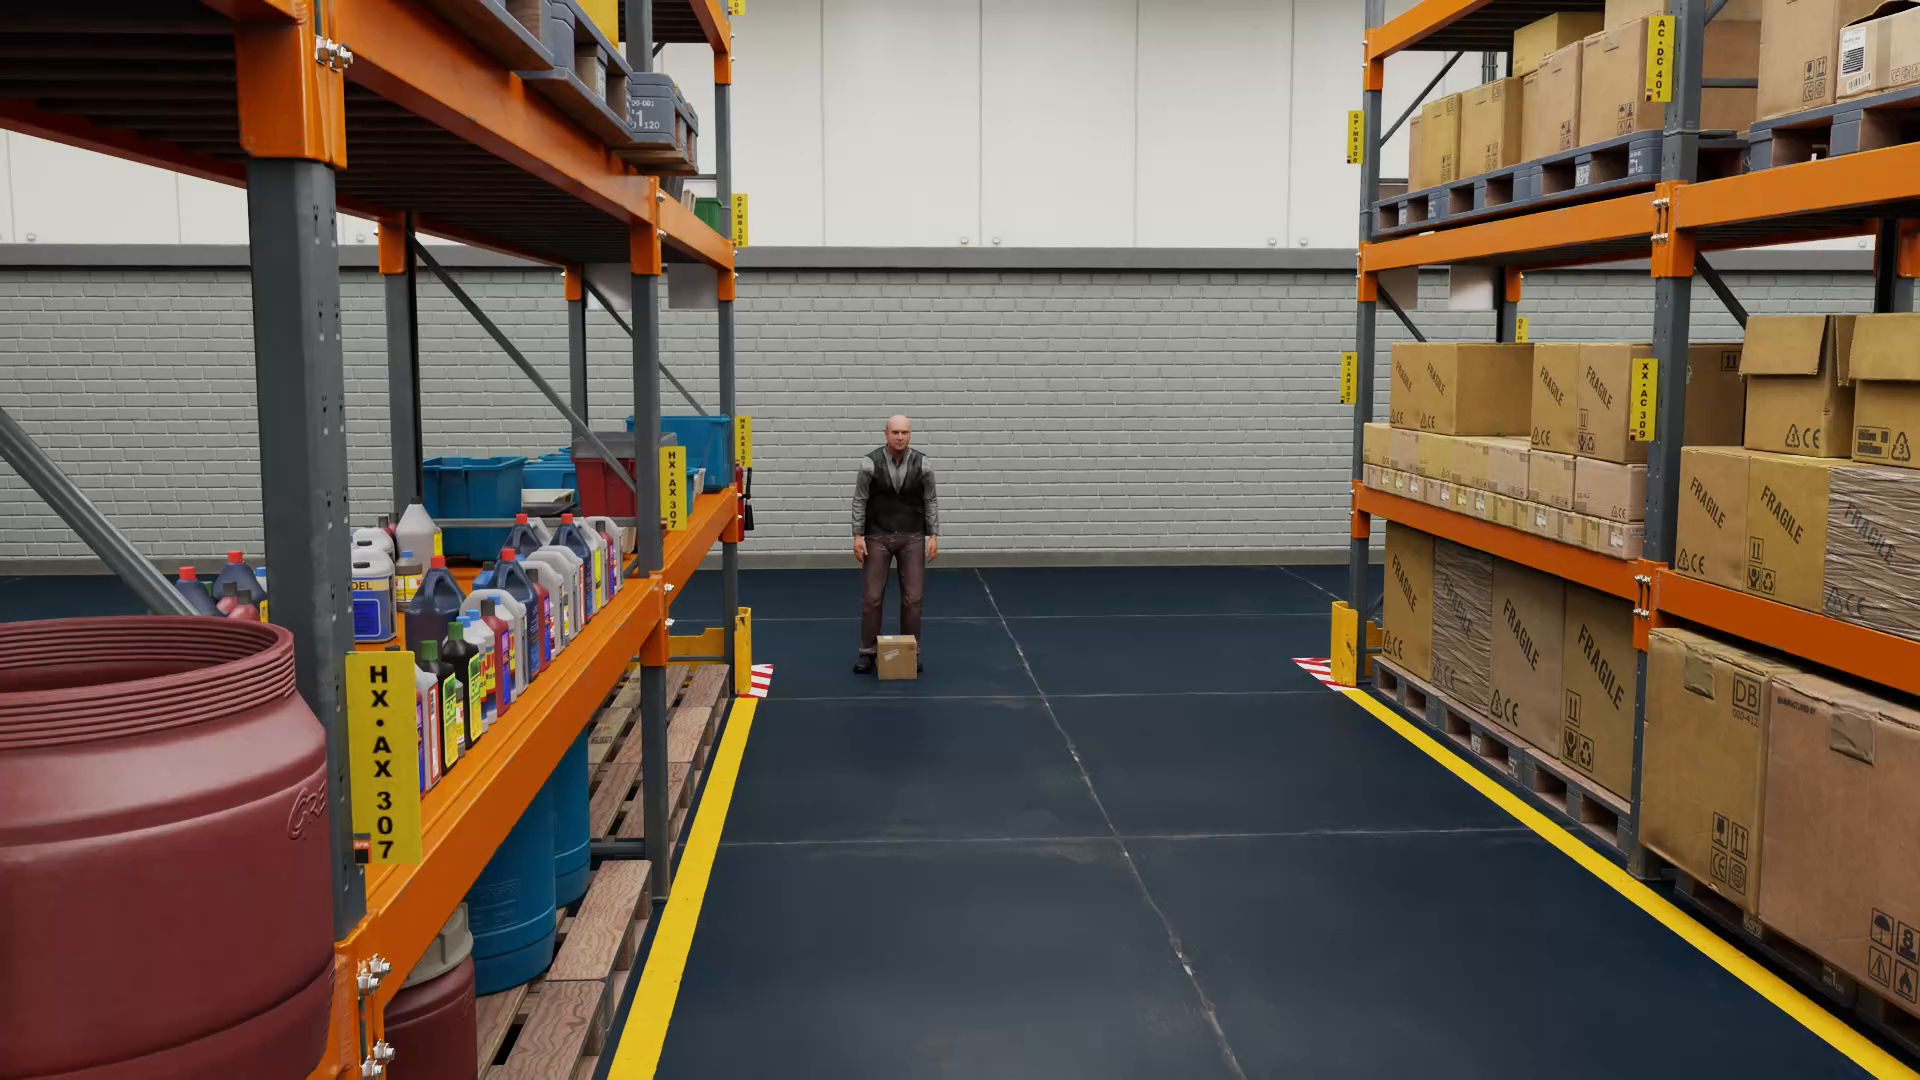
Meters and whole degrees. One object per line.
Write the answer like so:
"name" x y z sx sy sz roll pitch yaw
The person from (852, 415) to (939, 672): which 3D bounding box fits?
"person" -0.439 0.014 11.220 0.594 1.722 0.414 -1 7 -7
